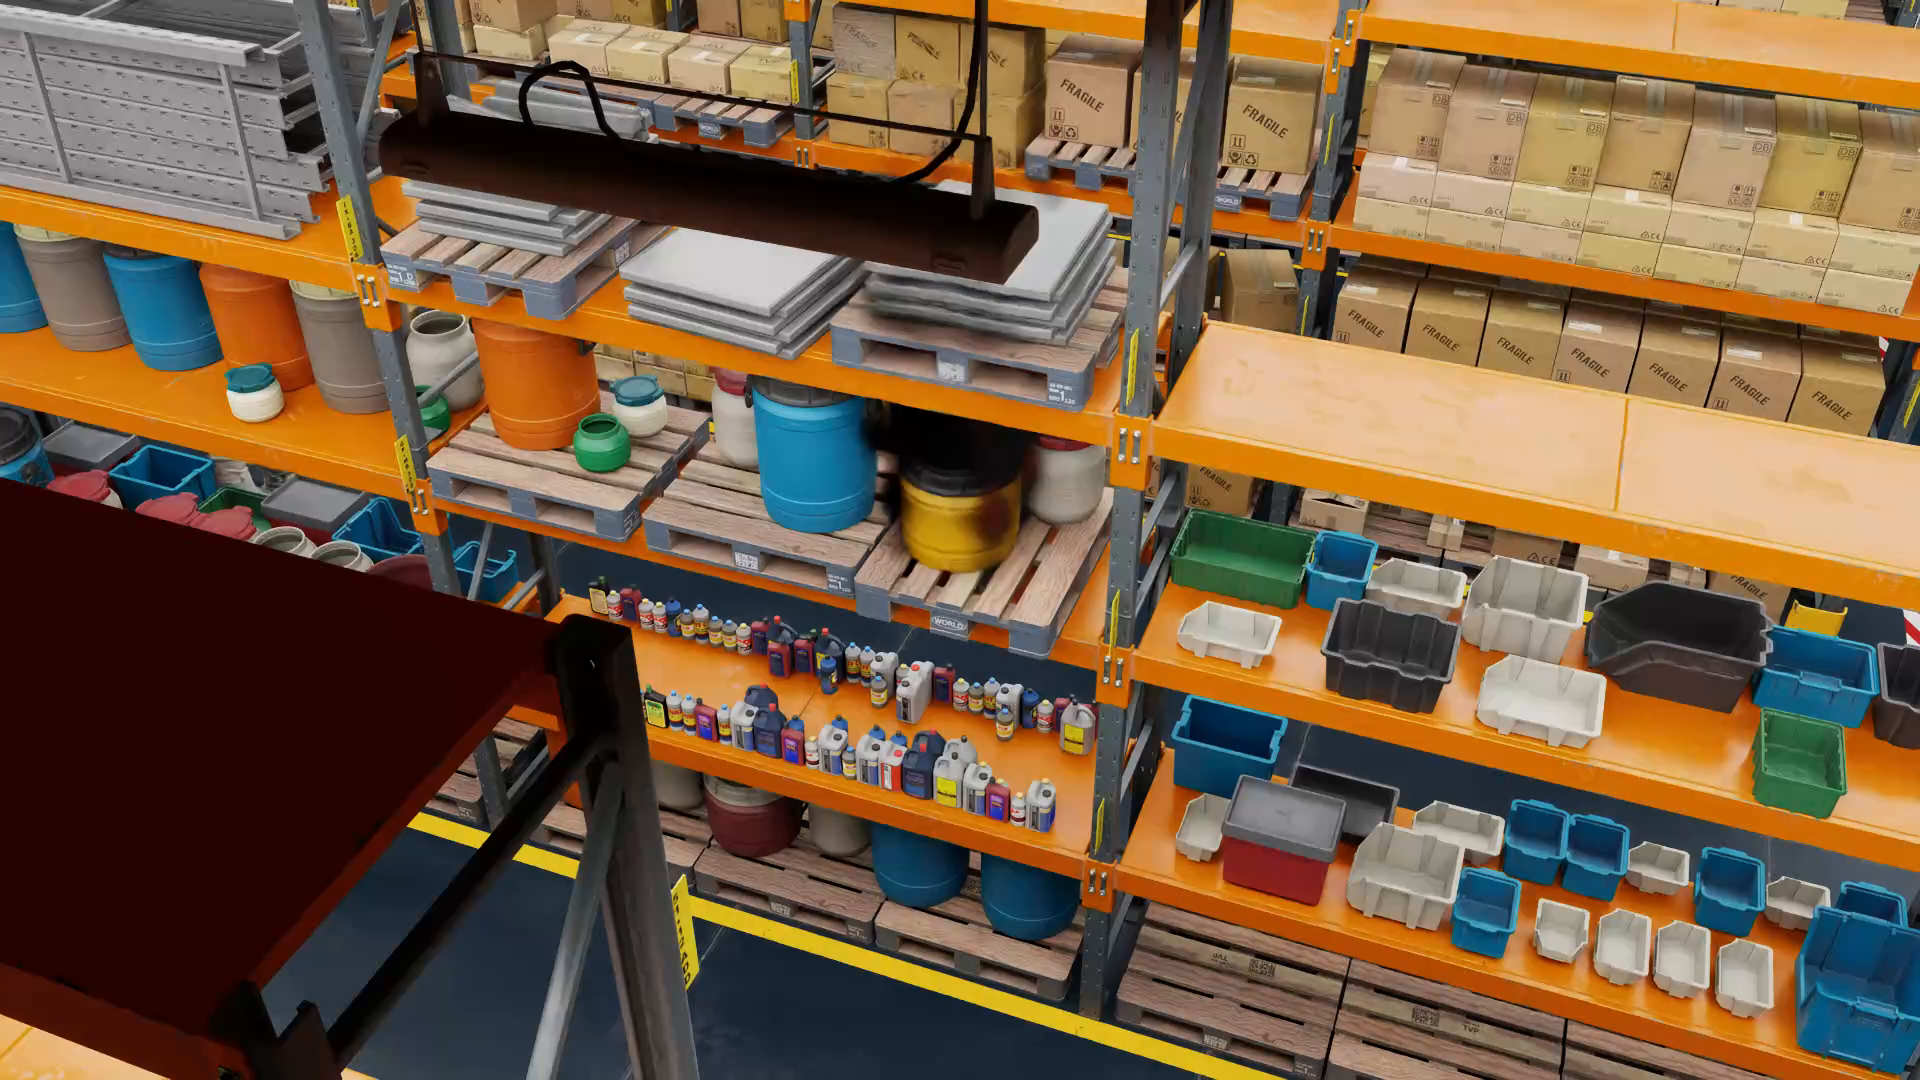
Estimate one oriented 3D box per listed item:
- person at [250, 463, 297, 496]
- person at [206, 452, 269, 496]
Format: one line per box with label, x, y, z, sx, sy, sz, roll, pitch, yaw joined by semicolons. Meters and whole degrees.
person;-5.599;-1.063;13.375;0.696;1.755;0.677;7;37;10
person;-5.598;-0.668;12.806;1.164;1.790;0.623;8;37;11
